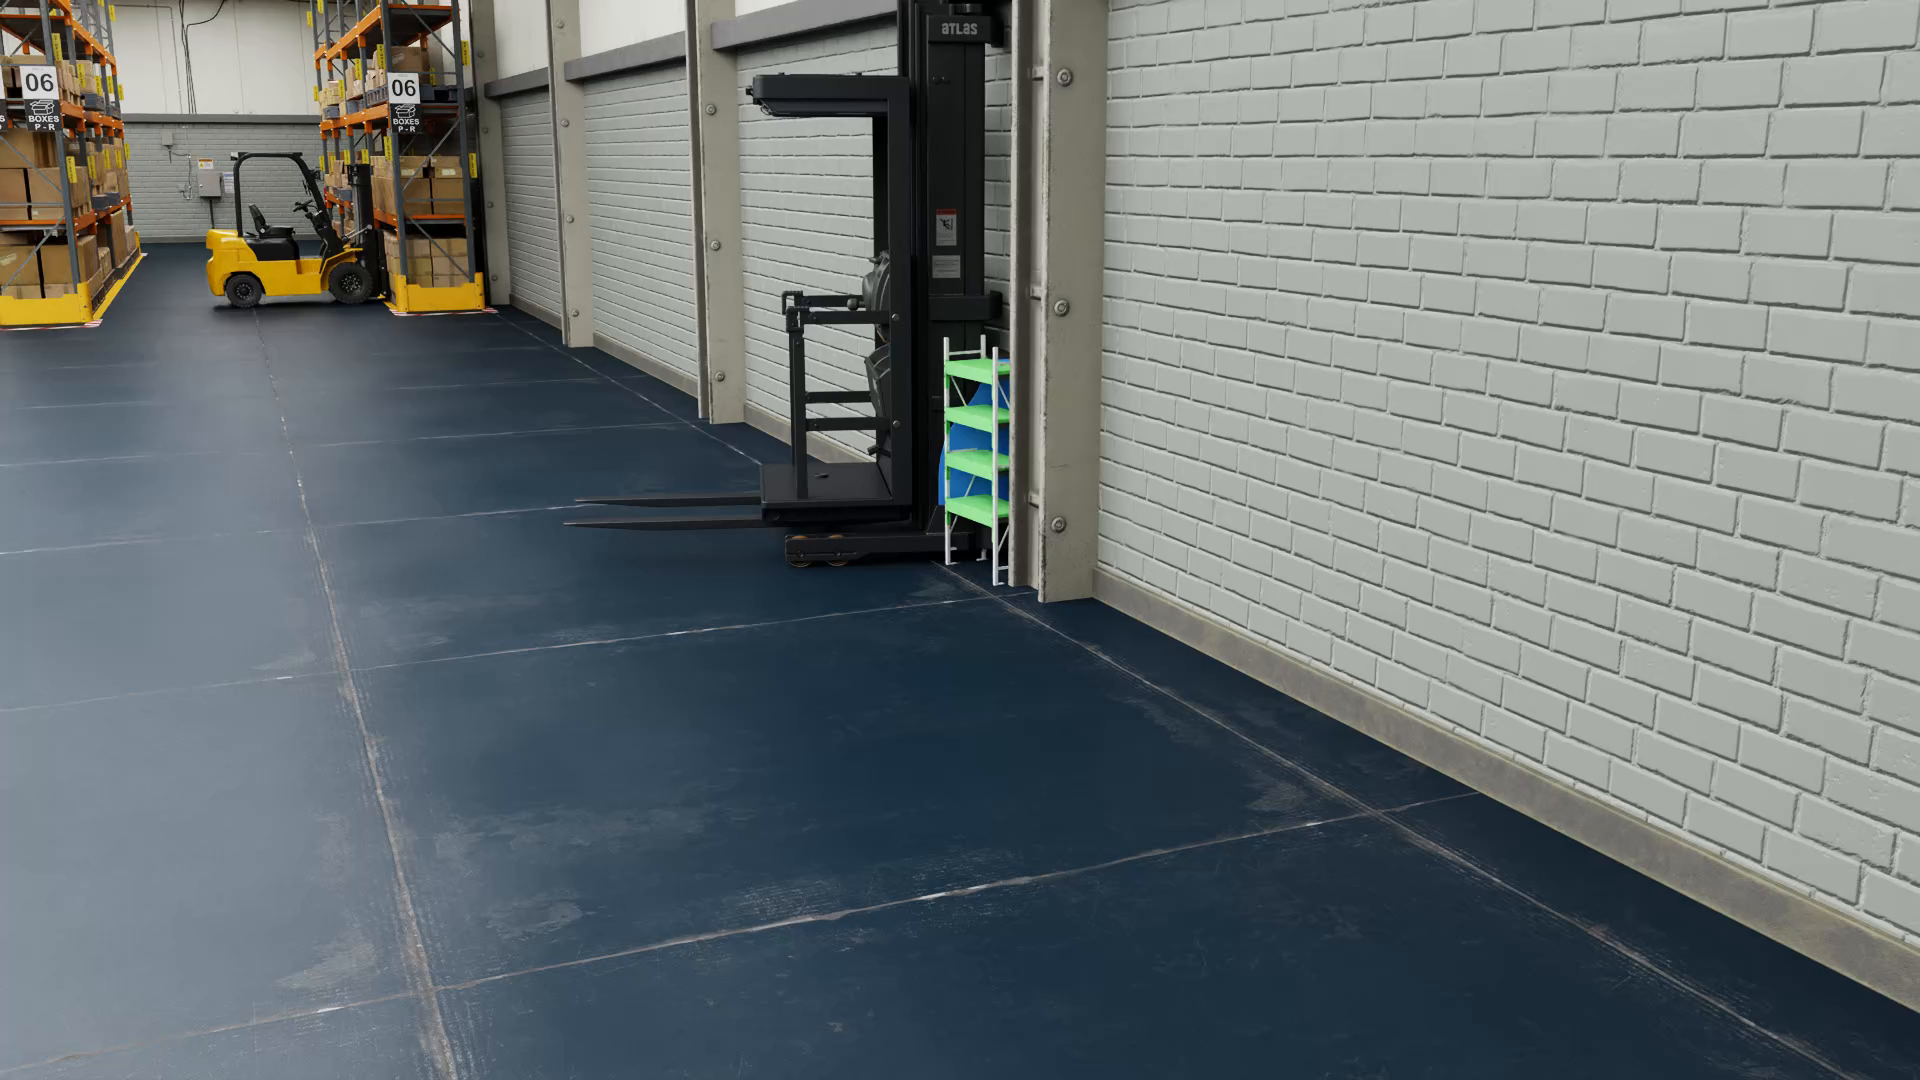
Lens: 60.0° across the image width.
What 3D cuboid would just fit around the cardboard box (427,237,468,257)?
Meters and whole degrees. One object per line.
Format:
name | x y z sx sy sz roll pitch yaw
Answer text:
cardboard box | -7.315 -4.174 23.700 0.500 0.250 0.500 -6 14 -24

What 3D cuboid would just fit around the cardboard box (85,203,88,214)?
cardboard box | -12.627 -4.712 23.632 0.380 0.149 0.250 -6 14 -24

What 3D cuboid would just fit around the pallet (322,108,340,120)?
pallet | -11.906 -8.413 32.832 1.213 0.211 1.003 -6 14 -23

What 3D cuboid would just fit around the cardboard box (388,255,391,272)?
cardboard box | -7.968 -3.991 24.018 0.500 0.250 0.500 -6 14 -24

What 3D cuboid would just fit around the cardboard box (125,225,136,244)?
cardboard box | -17.896 -6.391 35.081 0.875 0.438 0.875 -6 14 -25

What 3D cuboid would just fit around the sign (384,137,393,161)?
sign | -7.799 -5.338 22.690 0.100 0.325 0.005 -6 14 -23

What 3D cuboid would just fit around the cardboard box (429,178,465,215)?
cardboard box | -7.240 -4.881 23.586 0.500 0.500 0.500 -5 14 -21

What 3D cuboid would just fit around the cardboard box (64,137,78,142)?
cardboard box | -17.064 -7.622 31.772 0.380 0.149 0.250 -6 14 -24

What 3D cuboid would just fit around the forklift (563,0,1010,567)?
forklift | -0.625 -1.410 8.963 3.031 2.935 1.130 -2 13 -7

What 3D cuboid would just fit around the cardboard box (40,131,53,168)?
cardboard box | -12.814 -5.340 22.689 0.700 0.500 0.500 -6 14 -23

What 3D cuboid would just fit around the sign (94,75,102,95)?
sign | -14.549 -7.671 28.061 0.100 0.325 0.005 -6 14 -23

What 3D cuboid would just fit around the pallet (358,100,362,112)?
pallet | -9.696 -7.364 28.303 1.003 0.211 1.213 -5 14 -20

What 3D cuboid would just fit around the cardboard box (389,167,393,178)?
cardboard box | -7.821 -5.166 23.379 0.380 0.149 0.250 -5 14 -22

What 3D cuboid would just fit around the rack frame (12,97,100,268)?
rack frame | -13.445 -5.082 24.677 1.000 3.000 0.127 -6 14 -23

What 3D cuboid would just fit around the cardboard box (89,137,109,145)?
cardboard box | -16.538 -7.676 32.004 0.380 0.149 0.250 -6 14 -24

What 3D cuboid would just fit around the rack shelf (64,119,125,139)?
rack shelf | -17.450 -8.259 33.347 1.077 0.370 4.000 -6 14 -23

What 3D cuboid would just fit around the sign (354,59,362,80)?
sign | -9.391 -7.347 25.965 0.100 0.325 0.005 -6 14 -23

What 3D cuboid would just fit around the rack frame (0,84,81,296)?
rack frame | -11.842 -4.256 21.107 1.000 3.000 0.127 -6 14 -23

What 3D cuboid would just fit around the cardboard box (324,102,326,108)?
cardboard box | -13.133 -9.113 35.112 0.500 0.250 0.500 -6 14 -24

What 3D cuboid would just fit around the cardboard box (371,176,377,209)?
cardboard box | -8.960 -5.465 26.108 0.500 0.500 0.500 -6 14 -25

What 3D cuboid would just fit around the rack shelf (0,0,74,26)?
rack shelf | -12.644 -7.240 22.297 1.077 0.370 4.000 -6 14 -23

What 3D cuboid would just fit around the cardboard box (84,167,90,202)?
cardboard box | -12.826 -5.101 23.876 0.500 0.500 0.500 -5 14 -21

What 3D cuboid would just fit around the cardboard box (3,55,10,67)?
cardboard box | -12.316 -6.083 21.139 0.380 0.149 0.250 -5 14 -22

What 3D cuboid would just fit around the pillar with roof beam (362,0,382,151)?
pillar with roof beam | -17.904 -11.183 37.732 9.100 9.000 0.400 -6 14 -23

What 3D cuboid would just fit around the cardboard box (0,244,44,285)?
cardboard box | -12.402 -3.628 21.898 0.500 0.500 0.500 -6 14 -23

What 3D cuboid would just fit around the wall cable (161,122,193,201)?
wall cable | -19.237 -9.350 40.863 0.588 1.984 0.122 -6 14 -23

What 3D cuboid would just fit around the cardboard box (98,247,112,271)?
cardboard box | -14.830 -4.716 27.989 0.950 0.372 0.625 -7 15 -27

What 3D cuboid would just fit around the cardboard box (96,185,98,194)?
cardboard box | -13.814 -5.520 26.192 0.380 0.149 0.250 -6 14 -23

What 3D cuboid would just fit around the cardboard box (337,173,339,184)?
cardboard box | -11.898 -7.002 32.337 0.396 0.266 0.258 -5 14 -20

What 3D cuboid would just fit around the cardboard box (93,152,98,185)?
cardboard box | -13.571 -5.707 25.562 0.500 0.500 0.500 -6 14 -23

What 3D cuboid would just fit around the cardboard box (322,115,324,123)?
cardboard box | -13.569 -9.096 35.922 0.380 0.149 0.250 -5 14 -22

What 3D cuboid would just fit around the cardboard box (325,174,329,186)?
cardboard box | -13.770 -7.965 36.803 0.500 0.250 0.500 -6 14 -23

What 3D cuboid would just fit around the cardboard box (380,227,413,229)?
cardboard box | -10.263 -5.276 29.847 0.875 0.625 0.625 -5 14 -21

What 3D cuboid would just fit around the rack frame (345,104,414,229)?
rack frame | -10.500 -6.358 30.188 1.000 3.000 0.127 -6 14 -23

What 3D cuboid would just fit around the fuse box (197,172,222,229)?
fuse box | -18.549 -8.256 41.248 0.539 1.711 0.414 -6 14 -23

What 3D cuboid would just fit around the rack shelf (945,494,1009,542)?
rack shelf | 0.151 -0.122 8.575 0.258 0.148 0.480 -8 15 -29

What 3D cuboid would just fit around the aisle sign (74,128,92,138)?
aisle sign | -18.546 -8.817 35.047 0.394 0.787 0.004 -6 14 -23

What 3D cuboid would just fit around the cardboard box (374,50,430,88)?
cardboard box | -8.015 -6.759 23.892 0.700 0.500 0.500 -6 14 -23

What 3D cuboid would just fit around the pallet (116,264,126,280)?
pallet | -15.294 -4.720 29.295 1.003 0.211 1.213 -6 14 -23

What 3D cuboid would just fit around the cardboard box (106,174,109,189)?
cardboard box | -15.024 -6.206 28.757 0.500 0.250 0.500 -6 14 -23

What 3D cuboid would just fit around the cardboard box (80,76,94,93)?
cardboard box | -13.311 -6.832 24.987 0.500 0.250 0.500 -6 14 -25

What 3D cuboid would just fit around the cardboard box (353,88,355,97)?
cardboard box | -9.926 -7.483 27.801 0.380 0.149 0.250 -6 14 -24

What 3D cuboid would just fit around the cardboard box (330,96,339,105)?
cardboard box | -11.843 -8.415 31.828 0.380 0.149 0.250 -5 14 -22

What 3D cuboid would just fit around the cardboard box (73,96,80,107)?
cardboard box | -13.038 -6.384 24.205 0.380 0.149 0.250 -6 14 -23

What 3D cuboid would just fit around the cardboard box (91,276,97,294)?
cardboard box | -12.340 -3.530 23.138 0.500 0.250 0.500 -5 14 -19

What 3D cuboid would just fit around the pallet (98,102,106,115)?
pallet | -15.354 -7.406 28.485 1.213 0.211 1.003 -5 14 -20

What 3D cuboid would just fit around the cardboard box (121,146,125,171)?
cardboard box | -17.409 -7.812 34.030 0.500 0.500 0.500 -6 14 -23

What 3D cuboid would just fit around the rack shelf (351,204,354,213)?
rack shelf | -9.699 -5.594 28.484 1.077 0.370 4.000 -6 14 -23

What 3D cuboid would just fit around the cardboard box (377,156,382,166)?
cardboard box | -8.607 -5.737 25.186 0.380 0.149 0.250 -6 14 -24

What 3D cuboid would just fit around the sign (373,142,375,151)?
sign | -13.189 -8.775 37.362 0.100 0.325 0.005 -6 14 -23

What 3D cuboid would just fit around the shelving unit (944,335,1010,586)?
shelving unit | 0.150 -0.418 8.505 0.258 1.200 0.503 -8 15 -29

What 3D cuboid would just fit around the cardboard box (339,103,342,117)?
cardboard box | -11.331 -8.037 31.125 0.500 0.250 0.500 -6 14 -23

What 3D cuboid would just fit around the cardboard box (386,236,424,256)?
cardboard box | -7.976 -4.229 23.940 0.500 0.250 0.500 -5 14 -22

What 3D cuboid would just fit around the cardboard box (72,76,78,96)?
cardboard box | -12.818 -6.444 23.583 0.500 0.250 0.500 -6 14 -24

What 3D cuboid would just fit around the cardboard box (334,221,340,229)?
cardboard box | -13.240 -6.682 36.203 0.700 0.500 0.500 -5 14 -21

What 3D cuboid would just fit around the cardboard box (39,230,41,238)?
cardboard box | -13.253 -4.345 23.557 0.380 0.149 0.250 -5 14 -21
